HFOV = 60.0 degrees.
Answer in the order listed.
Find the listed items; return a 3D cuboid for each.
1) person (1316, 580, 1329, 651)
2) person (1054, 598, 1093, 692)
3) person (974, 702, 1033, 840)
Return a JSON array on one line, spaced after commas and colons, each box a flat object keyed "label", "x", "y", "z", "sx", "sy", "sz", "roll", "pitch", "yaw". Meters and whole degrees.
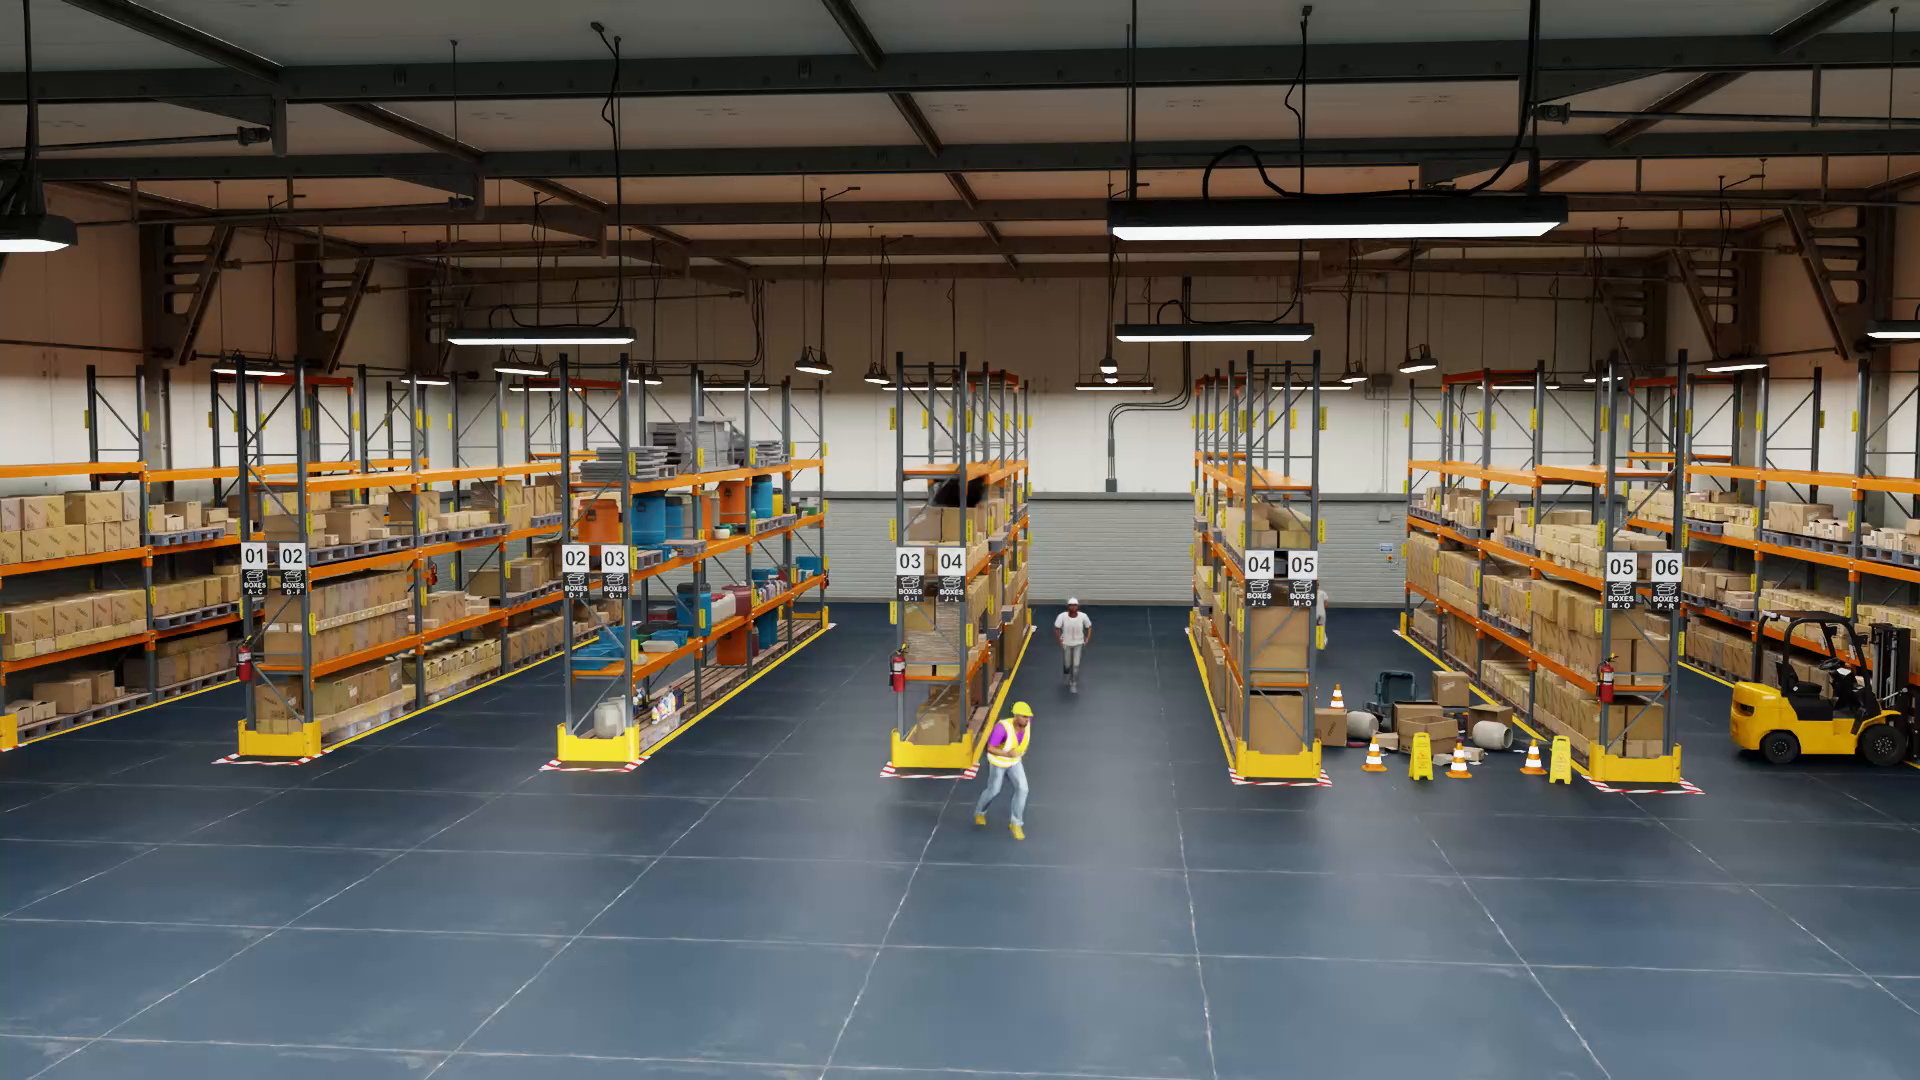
[{"label": "person", "x": 7.623, "y": 1.676, "z": 35.461, "sx": 0.564, "sy": 1.658, "sz": 1.059, "roll": 0, "pitch": 4, "yaw": -6}, {"label": "person", "x": 2.113, "y": 1.939, "z": 30.999, "sx": 0.723, "sy": 1.743, "sz": 0.644, "roll": 0, "pitch": 4, "yaw": 0}, {"label": "person", "x": 0.540, "y": 2.766, "z": 20.176, "sx": 0.747, "sy": 1.714, "sz": 1.033, "roll": -3, "pitch": 5, "yaw": -37}]
